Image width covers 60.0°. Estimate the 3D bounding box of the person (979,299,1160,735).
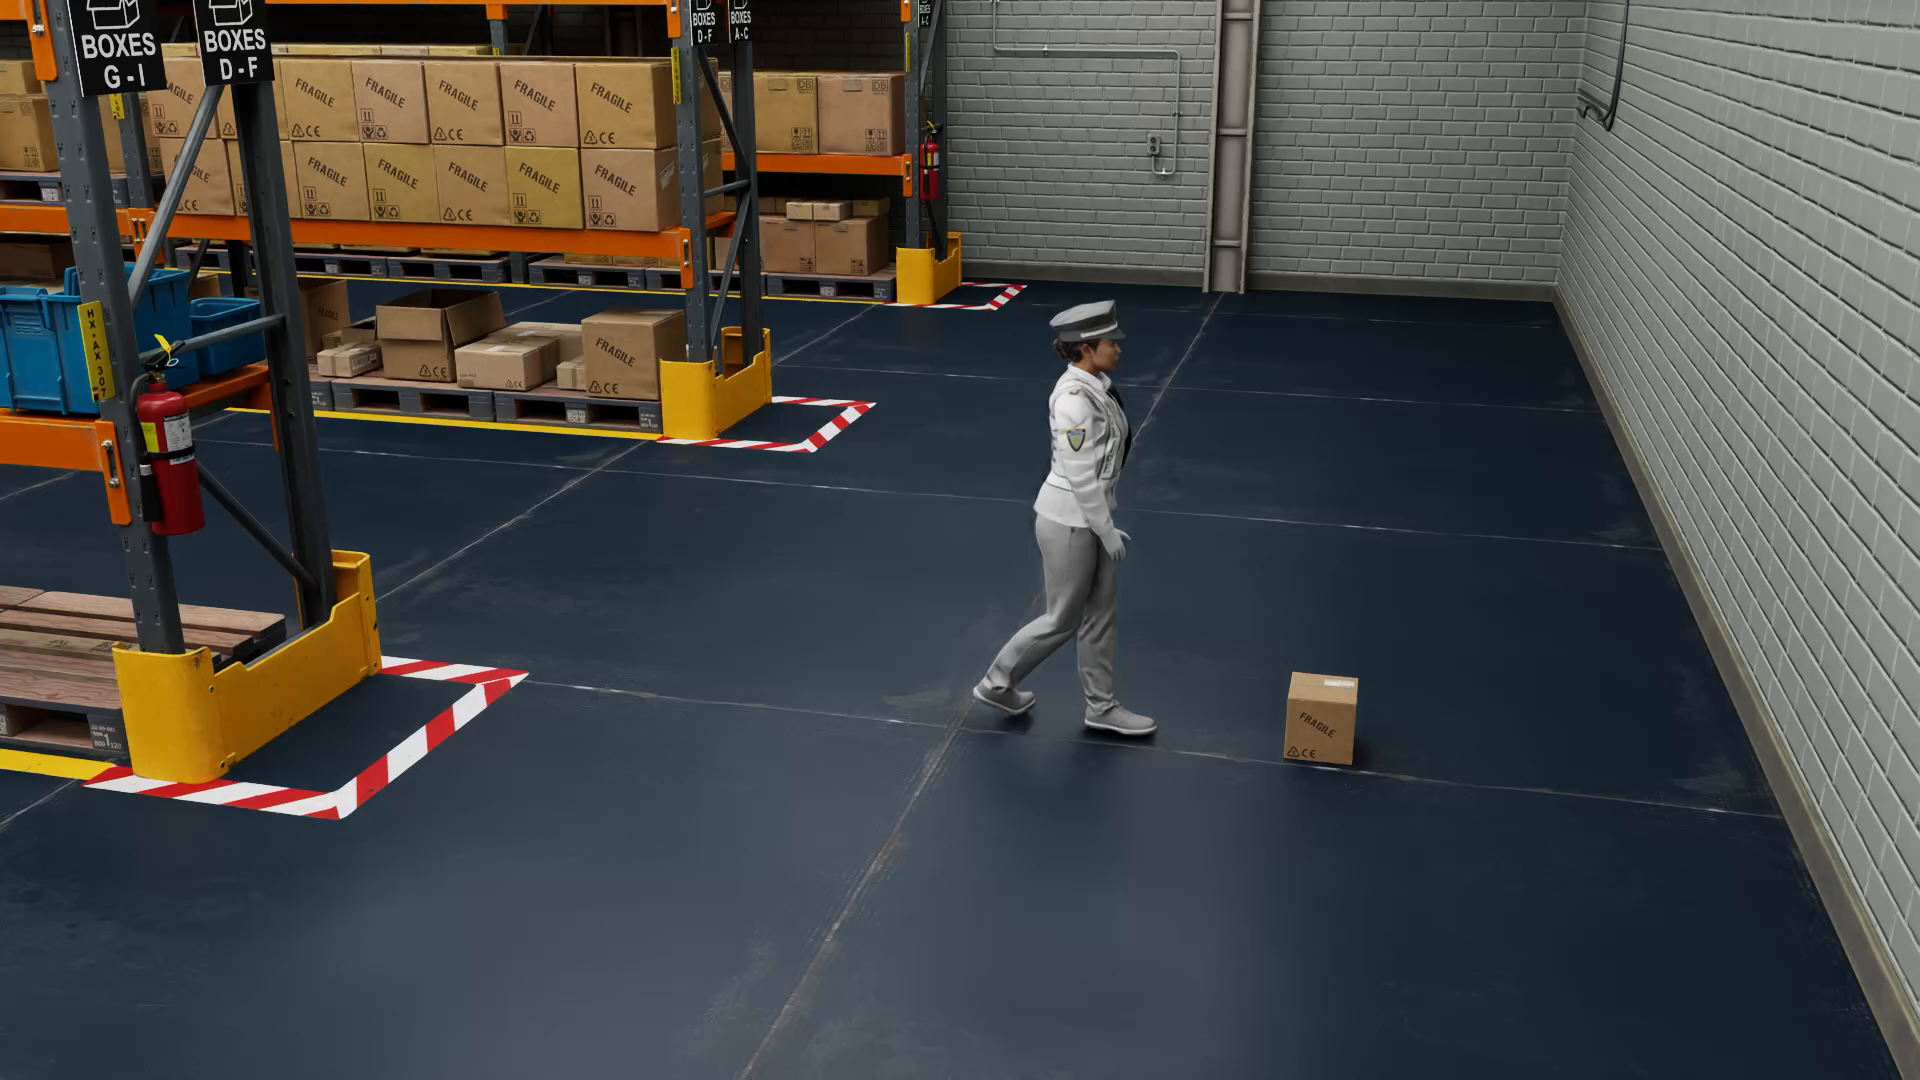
[{"bbox_3d":[0.439,-0.080,6.248,0.695,1.673,0.512,5,19,15],"label":"person"}]
